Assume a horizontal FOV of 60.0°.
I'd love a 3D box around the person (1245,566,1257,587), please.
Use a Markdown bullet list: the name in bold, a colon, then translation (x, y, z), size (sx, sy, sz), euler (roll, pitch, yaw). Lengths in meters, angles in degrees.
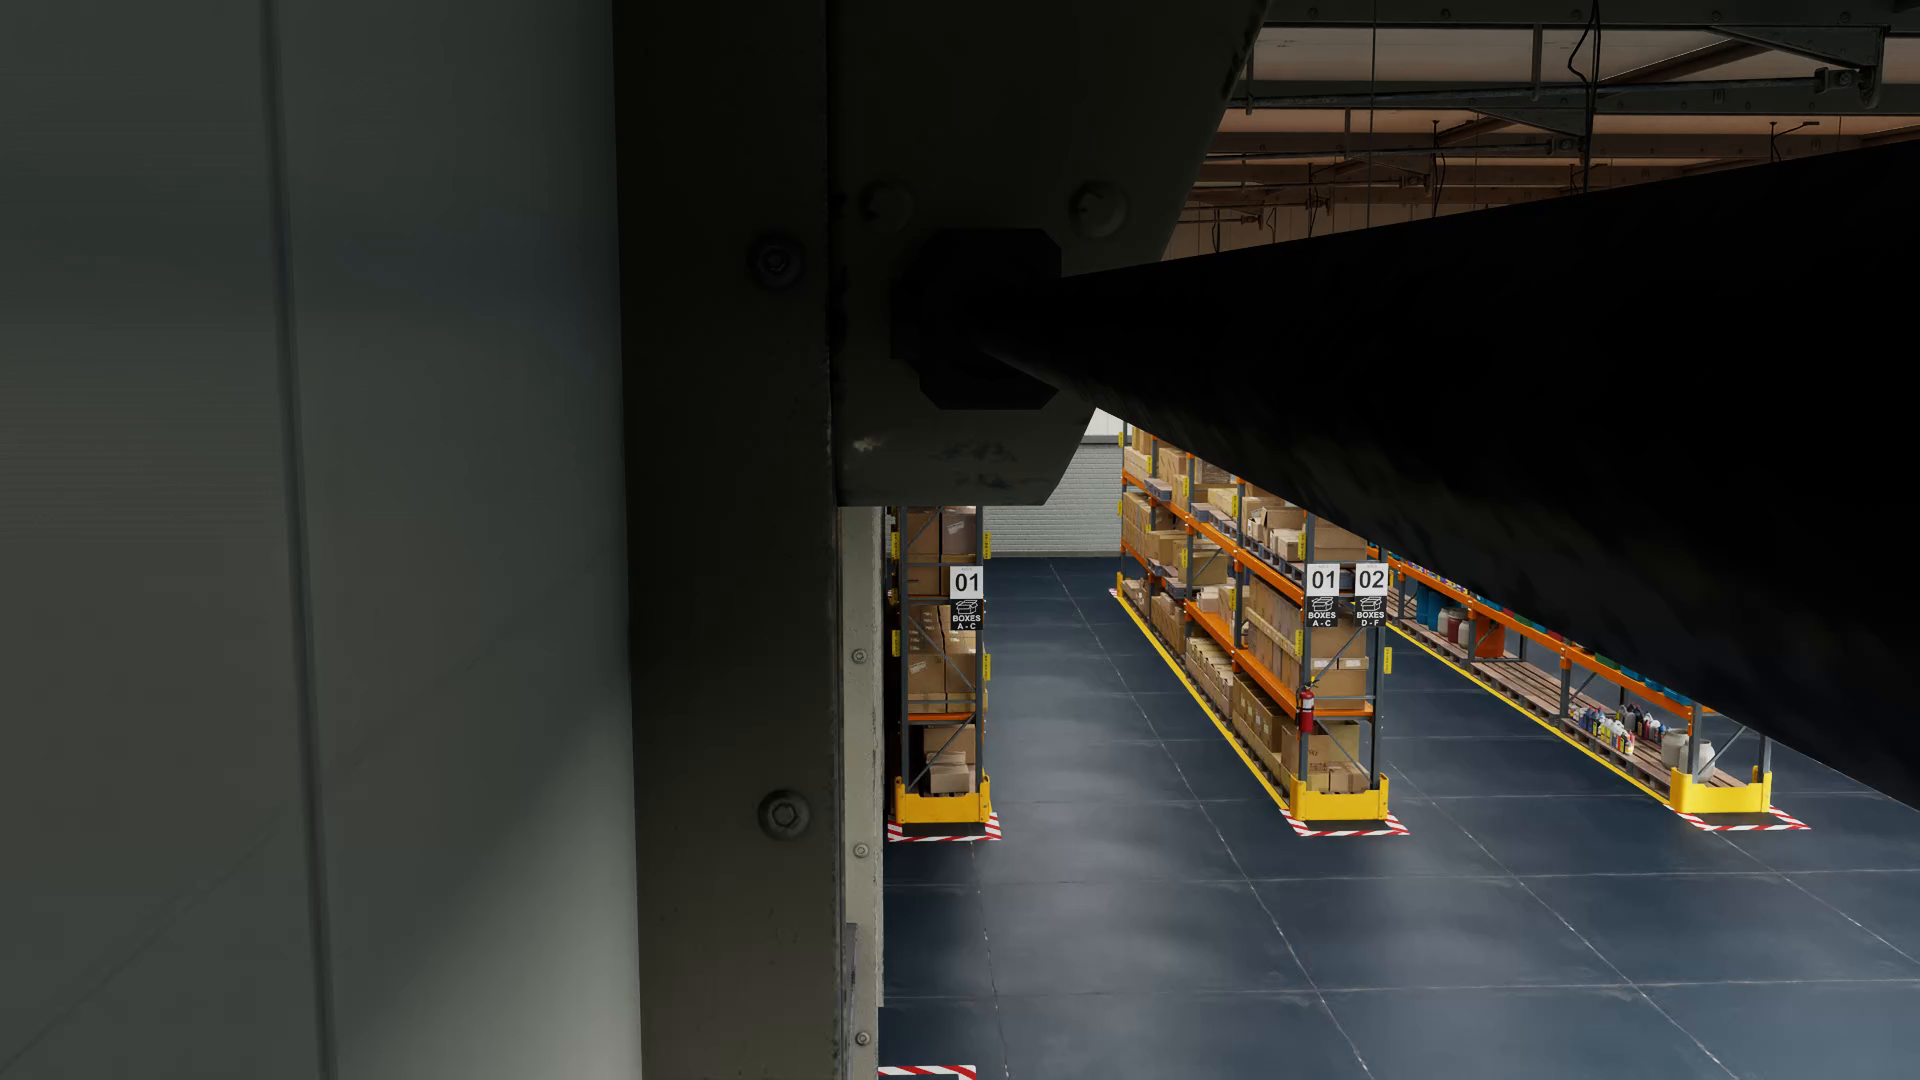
- **person**: translation (6.070, 0.724, 35.023), size (0.575, 1.452, 0.853), euler (0, 8, -1)
